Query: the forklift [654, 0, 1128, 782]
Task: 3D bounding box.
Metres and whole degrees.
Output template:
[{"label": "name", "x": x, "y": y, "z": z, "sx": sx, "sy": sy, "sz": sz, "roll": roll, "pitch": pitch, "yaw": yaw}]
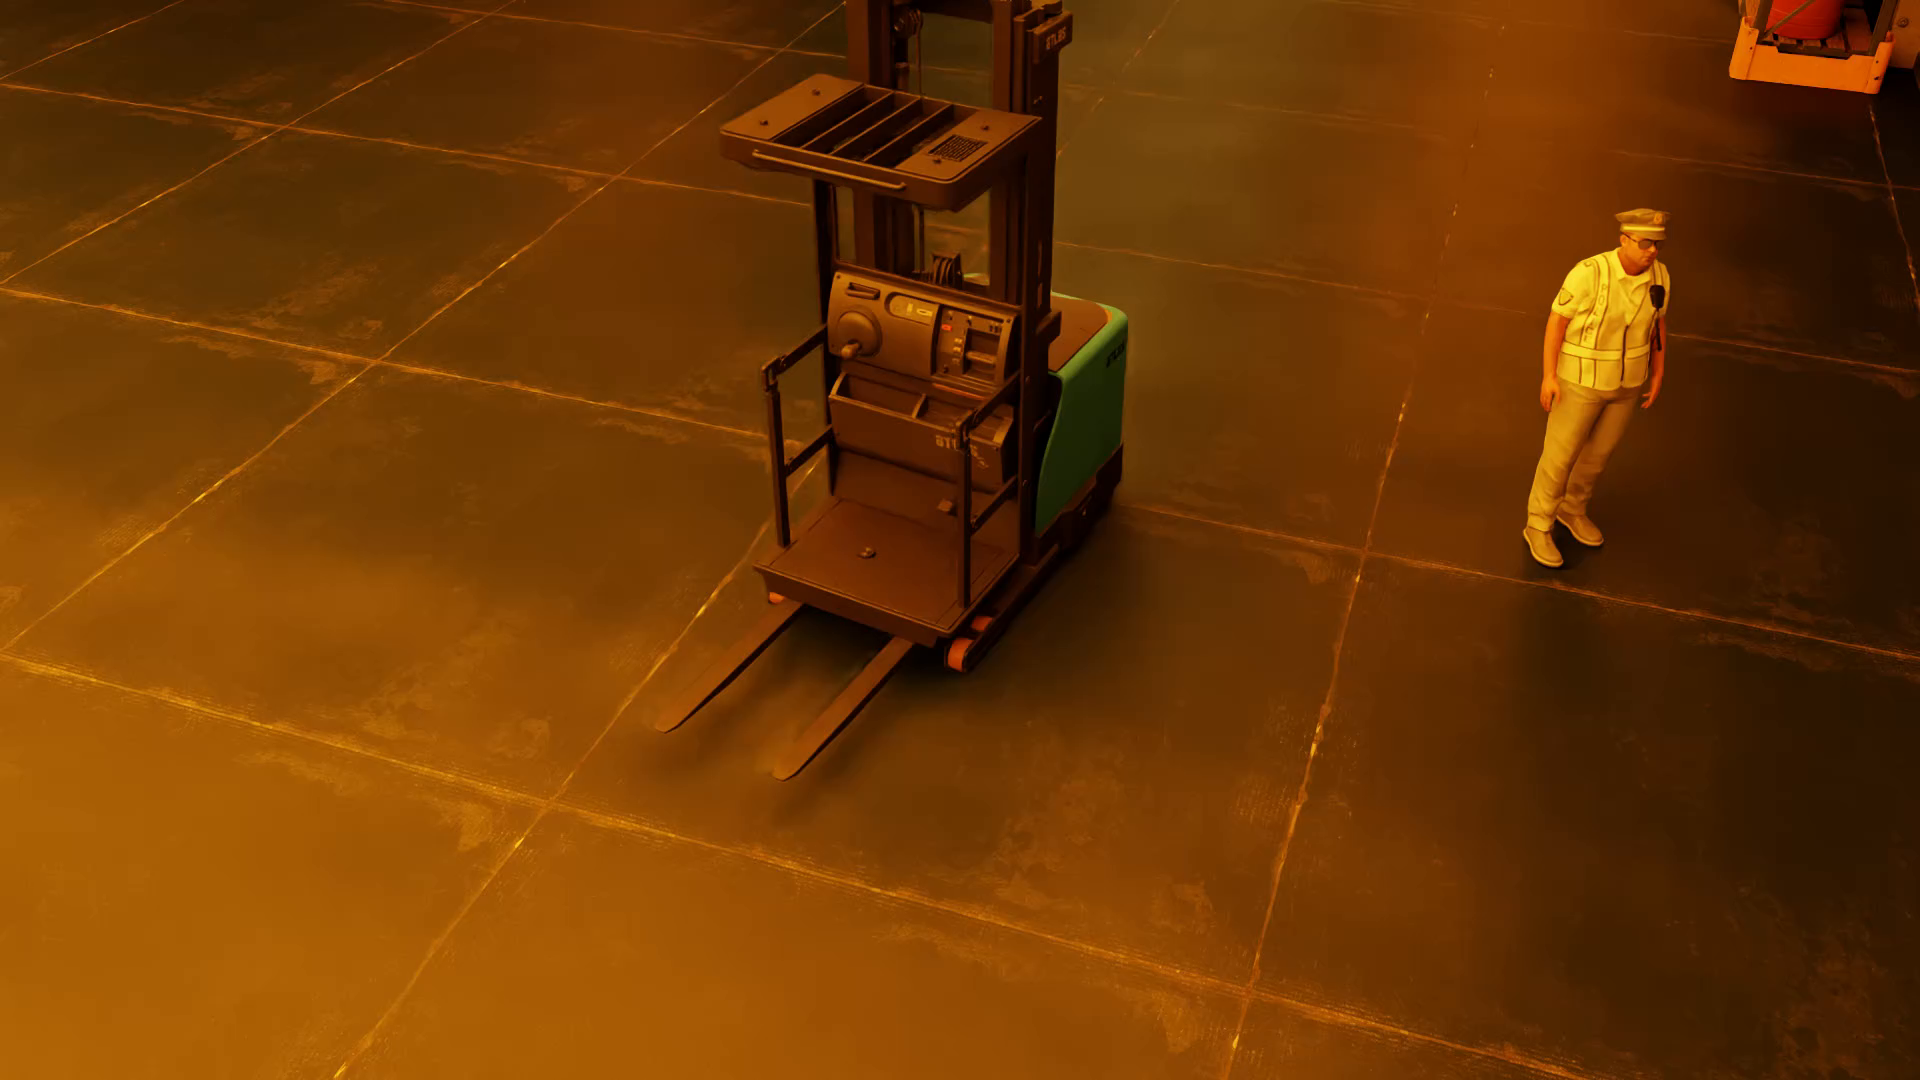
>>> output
[{"label": "forklift", "x": -0.286, "y": -0.879, "z": 7.350, "sx": 1.130, "sy": 2.935, "sz": 3.031, "roll": 18, "pitch": 39, "yaw": 23}]
